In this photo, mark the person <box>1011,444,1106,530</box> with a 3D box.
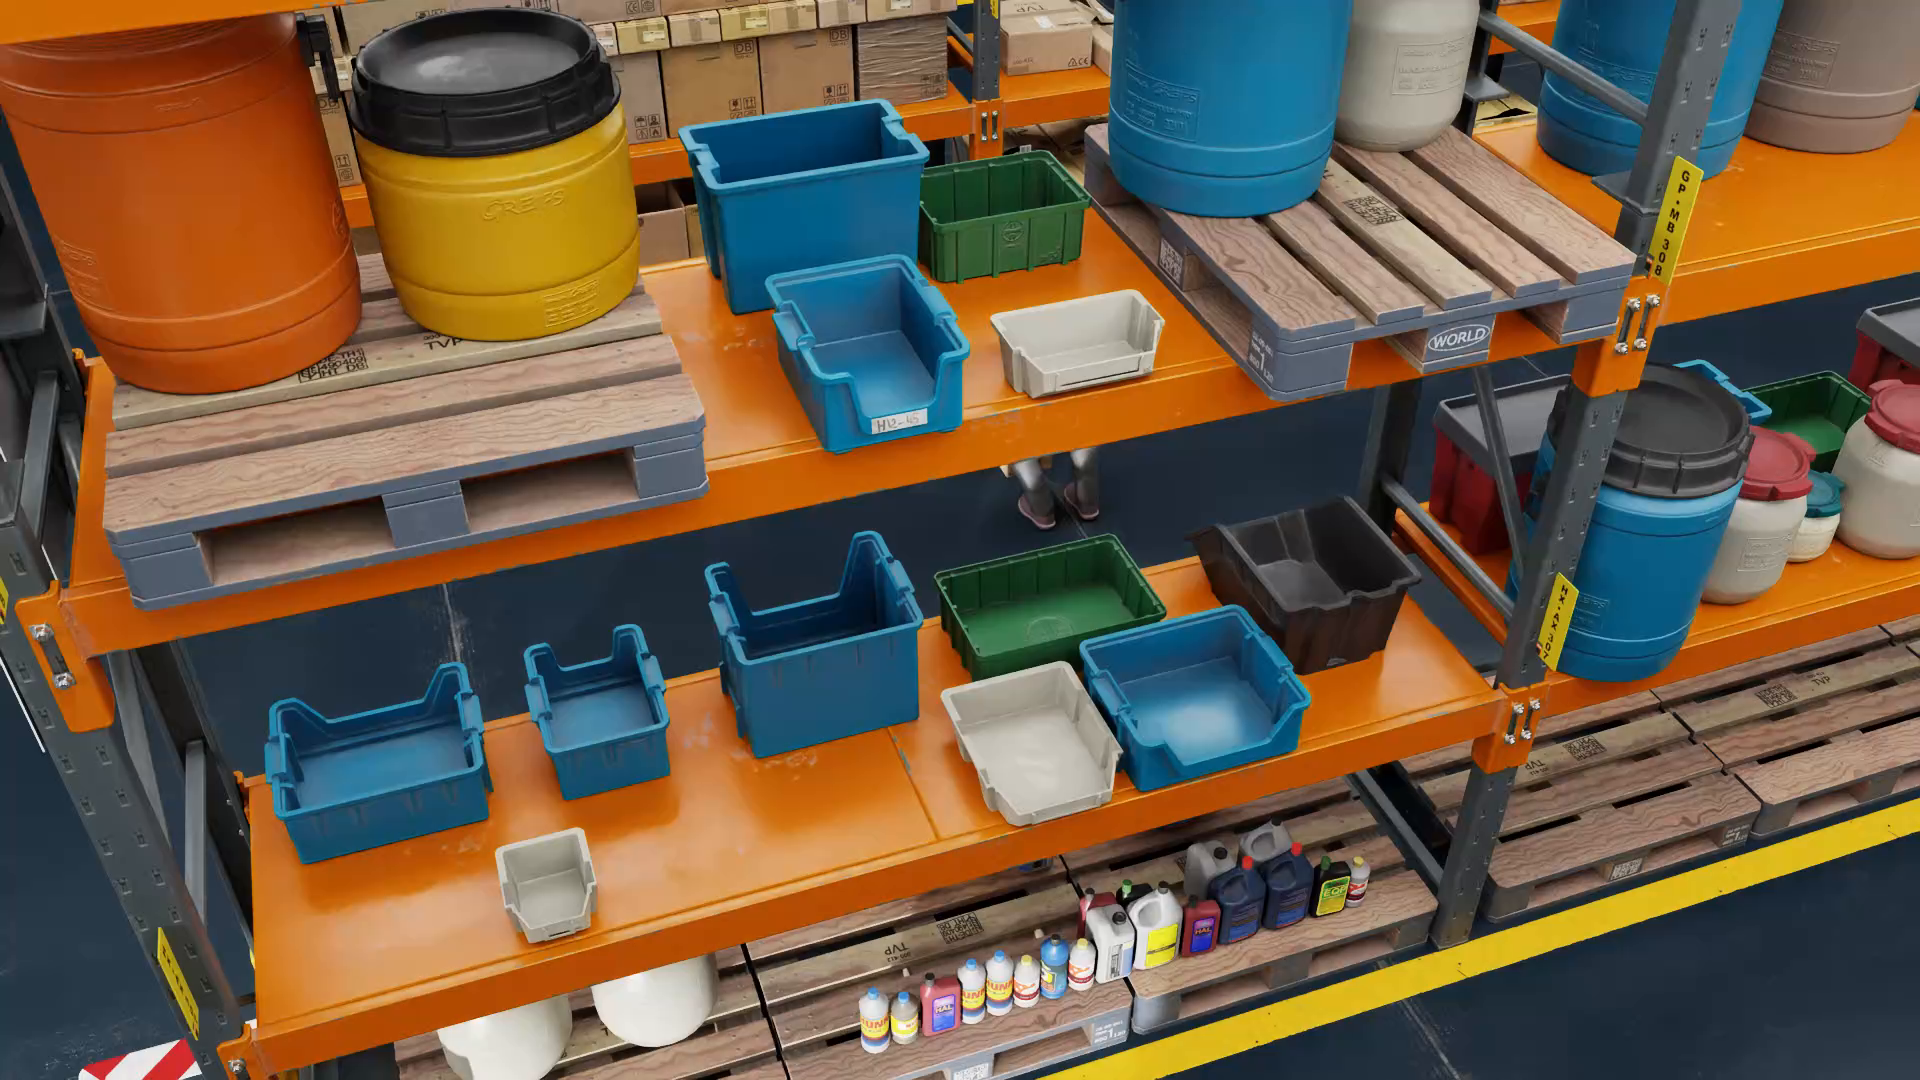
[{"bbox_3d":[0.436,-0.636,8.011,0.501,1.162,0.731,-13,40,-16],"label":"person"}]
